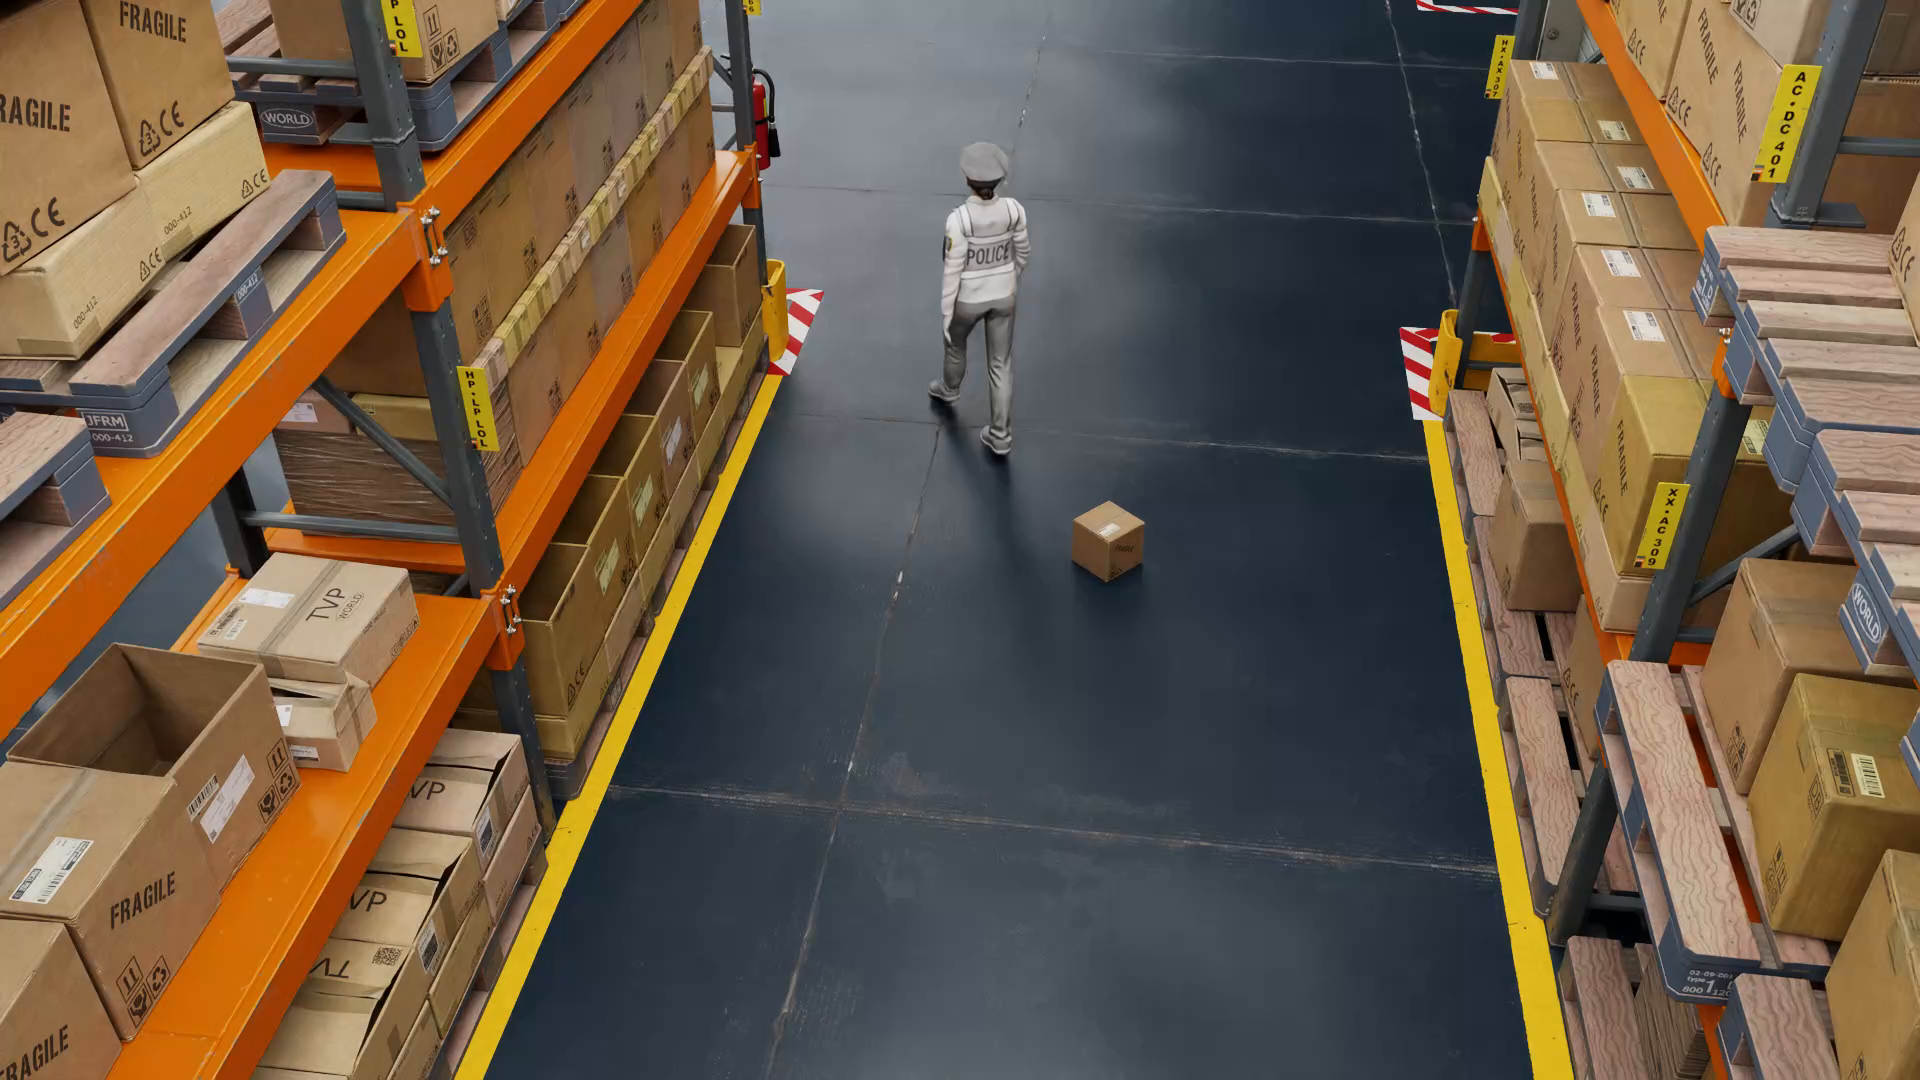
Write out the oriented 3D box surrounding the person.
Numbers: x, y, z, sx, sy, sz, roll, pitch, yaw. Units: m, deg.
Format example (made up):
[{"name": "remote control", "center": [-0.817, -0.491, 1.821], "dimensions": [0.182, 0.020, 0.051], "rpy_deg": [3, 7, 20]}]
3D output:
[{"name": "person", "center": [0.104, -1.338, 8.812], "dimensions": [0.533, 1.667, 0.877], "rpy_deg": [-10, 37, -13]}]
